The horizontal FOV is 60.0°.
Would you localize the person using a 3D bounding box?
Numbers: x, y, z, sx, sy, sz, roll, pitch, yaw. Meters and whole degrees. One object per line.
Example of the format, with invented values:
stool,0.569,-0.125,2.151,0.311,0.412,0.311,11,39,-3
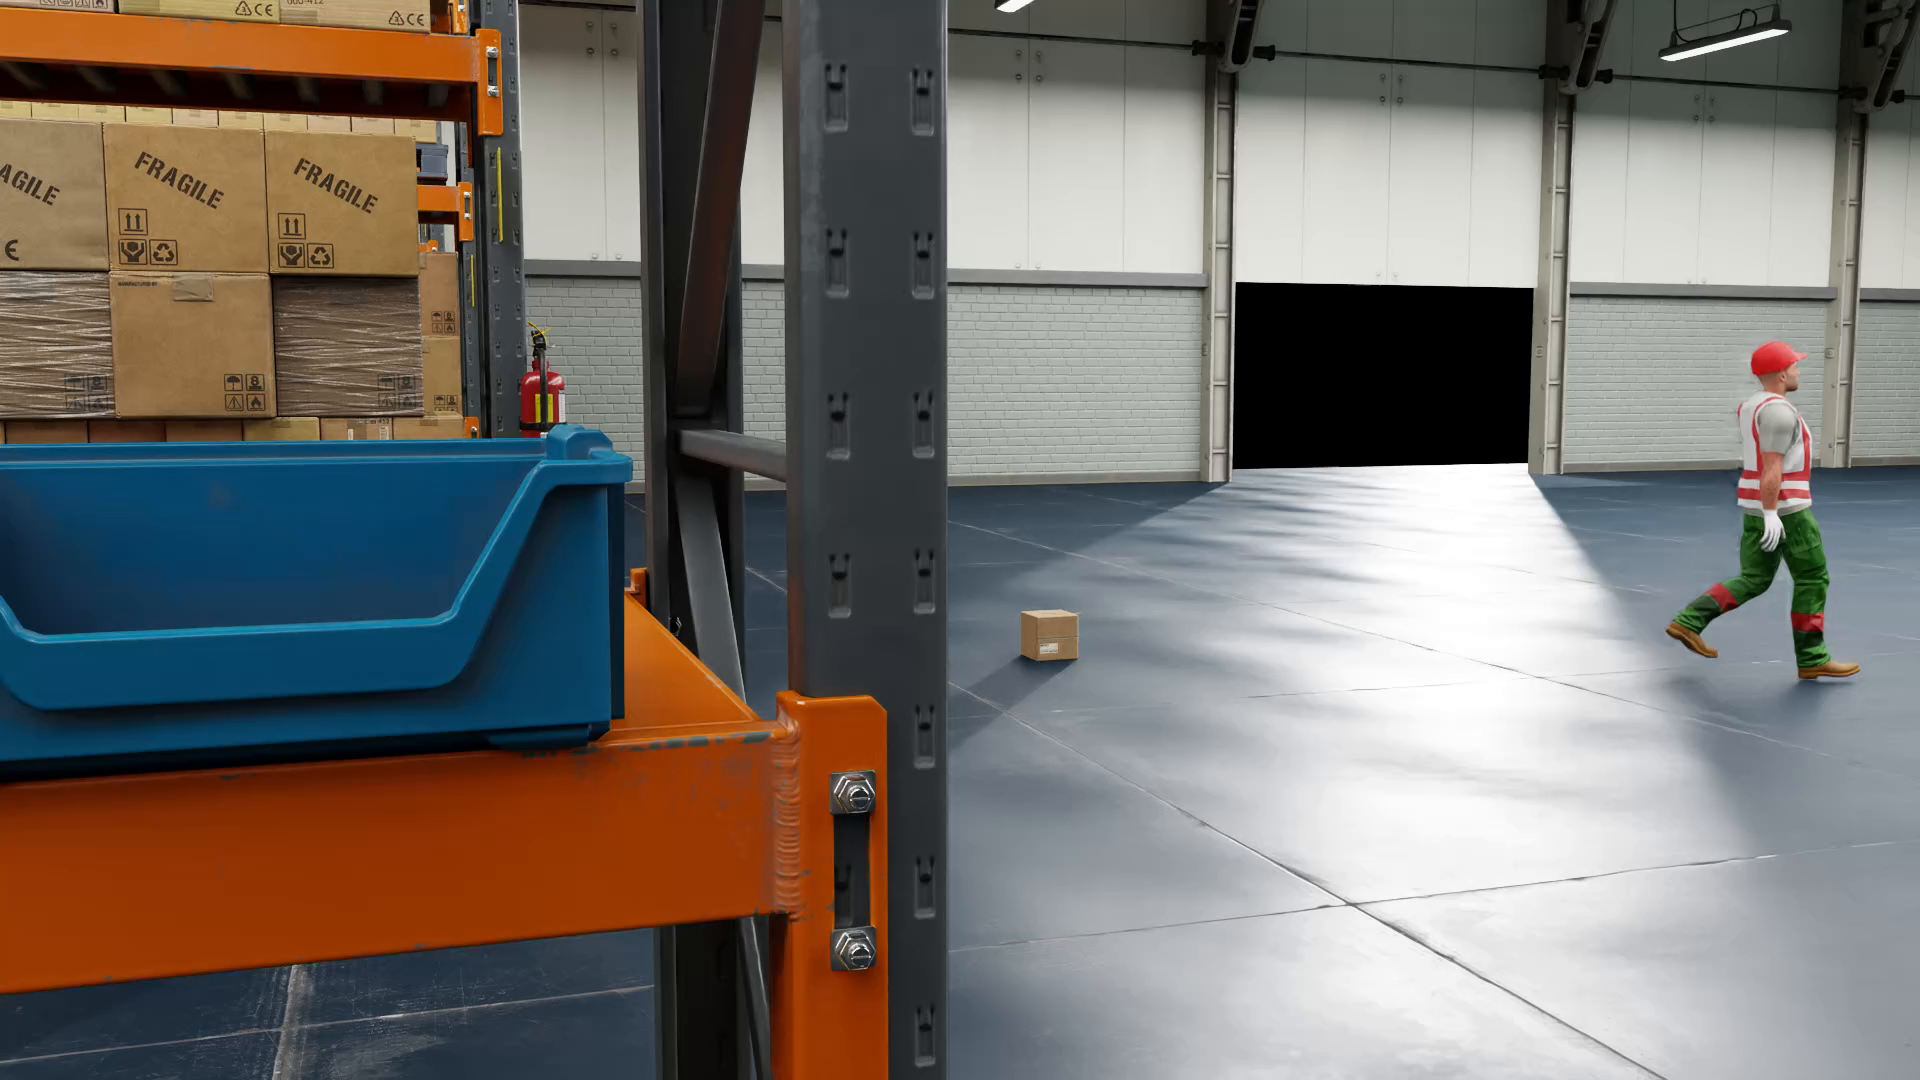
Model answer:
person,4.239,-0.159,8.737,0.945,1.760,0.573,0,6,4
